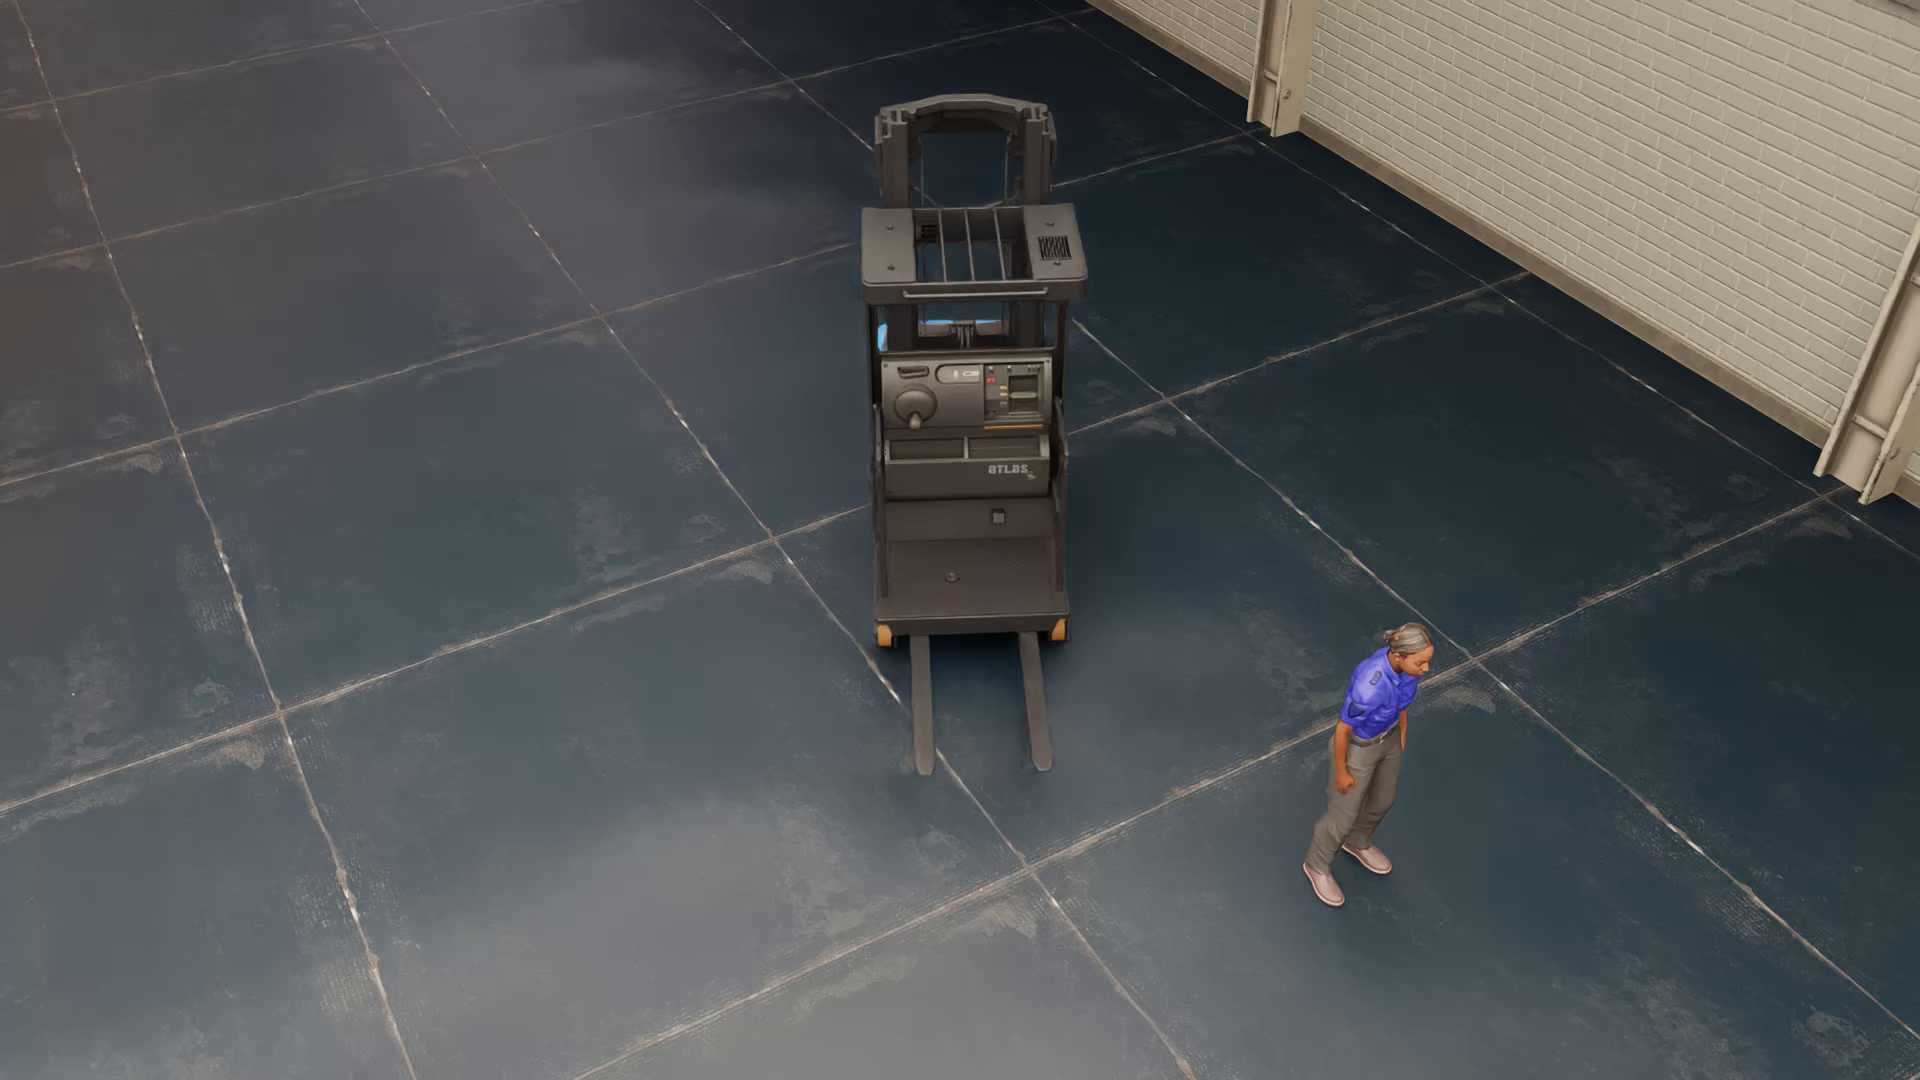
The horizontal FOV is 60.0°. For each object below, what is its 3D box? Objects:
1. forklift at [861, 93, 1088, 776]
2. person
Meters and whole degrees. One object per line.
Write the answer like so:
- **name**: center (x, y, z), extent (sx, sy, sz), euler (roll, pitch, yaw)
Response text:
- **forklift**: center (0.052, -0.728, 8.914), extent (1.130, 2.935, 3.031), euler (-2, 40, -2)
- **person**: center (1.931, 1.001, 7.832), extent (0.519, 1.653, 0.351), euler (-27, 47, -29)
